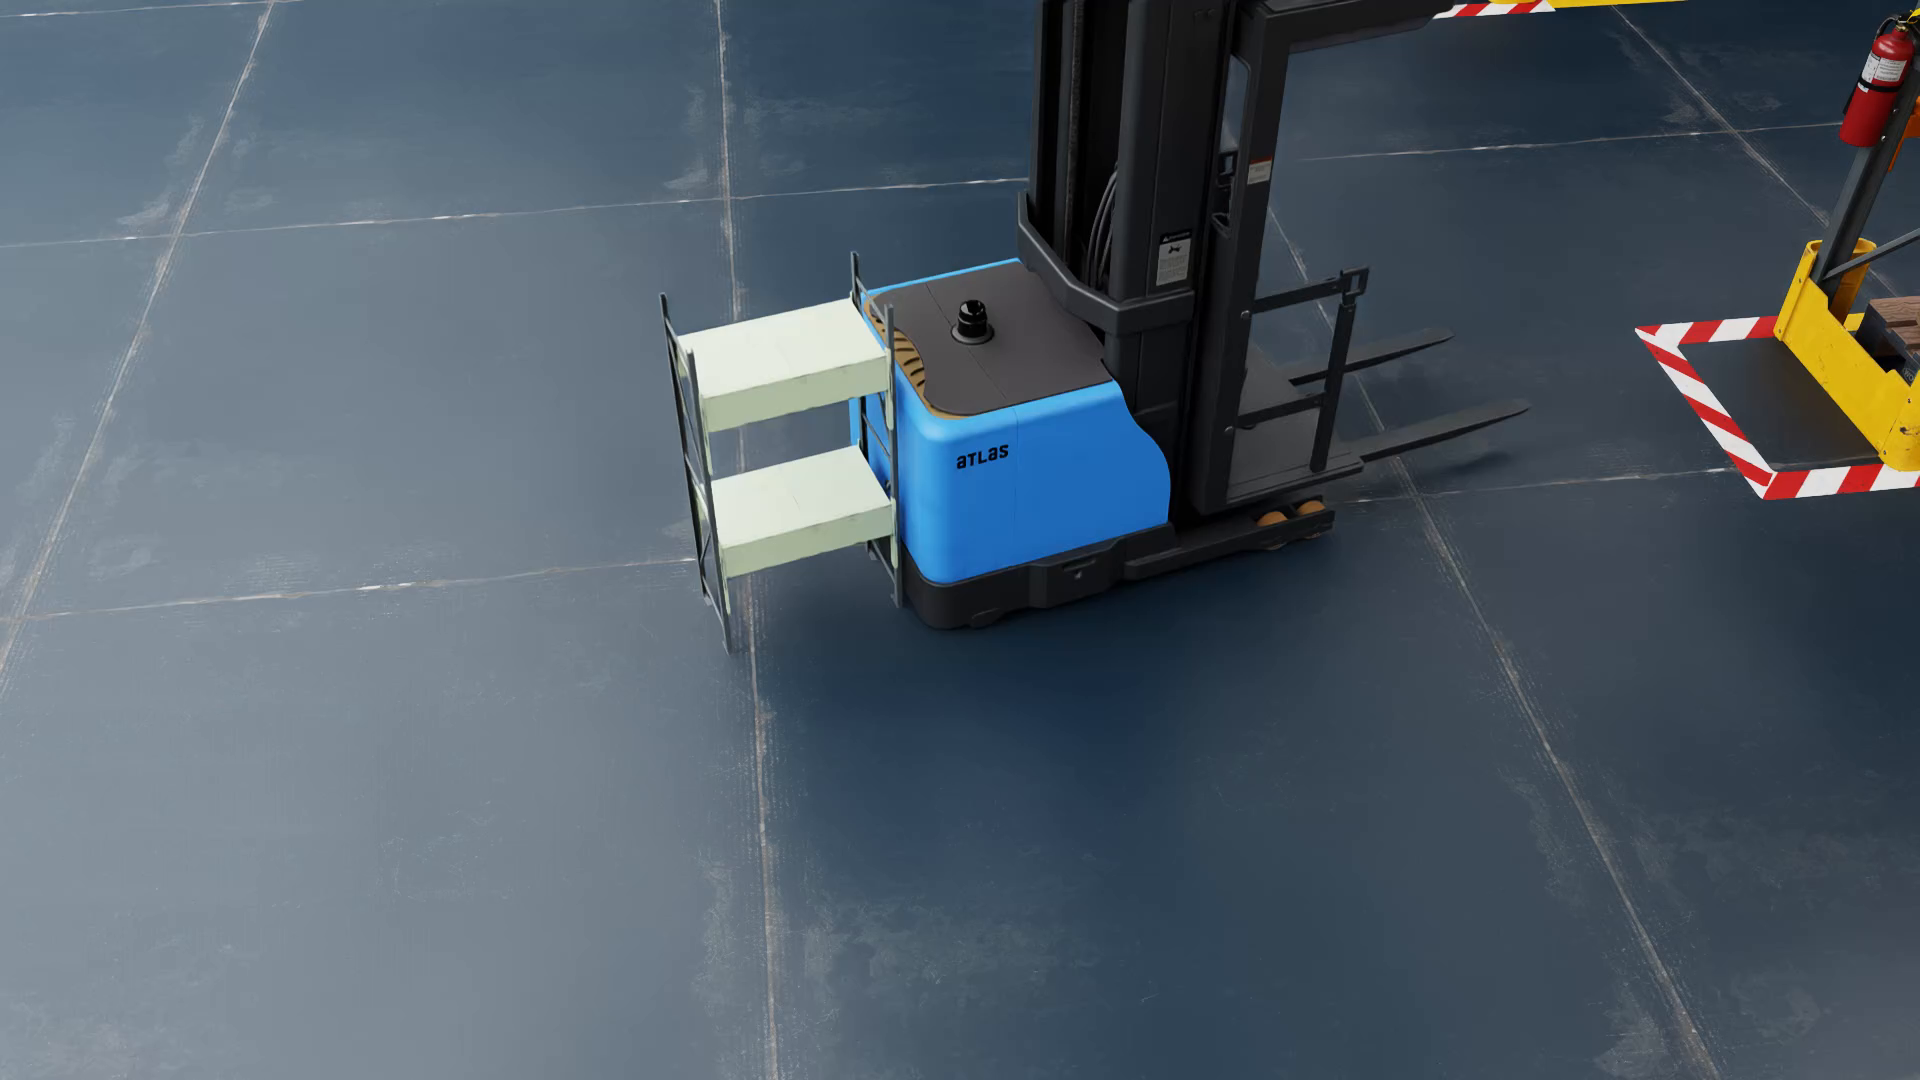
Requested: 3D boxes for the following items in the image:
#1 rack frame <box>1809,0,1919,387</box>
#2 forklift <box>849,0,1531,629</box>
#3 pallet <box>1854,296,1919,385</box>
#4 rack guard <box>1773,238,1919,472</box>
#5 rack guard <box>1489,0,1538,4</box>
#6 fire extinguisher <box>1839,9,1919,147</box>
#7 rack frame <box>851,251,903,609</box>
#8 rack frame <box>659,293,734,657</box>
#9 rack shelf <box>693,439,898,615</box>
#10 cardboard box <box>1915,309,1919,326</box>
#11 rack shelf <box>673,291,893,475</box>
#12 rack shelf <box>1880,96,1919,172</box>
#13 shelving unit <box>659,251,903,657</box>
[{"bbox_3d":[4.279,-1.817,7.025,0.127,3.000,1.000,-5,42,-6],"label":"rack frame"},{"bbox_3d":[1.083,-1.359,6.569,3.031,2.935,1.130,-15,44,-16],"label":"forklift"},{"bbox_3d":[5.164,-0.836,8.019,1.213,0.211,1.003,-5,42,-6],"label":"pallet"},{"bbox_3d":[4.354,-0.896,7.870,0.348,0.500,1.175,-5,42,-6],"label":"rack guard"},{"bbox_3d":[3.706,-4.216,11.551,0.348,0.500,1.175,-5,42,-6],"label":"rack guard"},{"bbox_3d":[4.106,-2.085,7.380,0.183,0.674,0.296,-5,42,-6],"label":"fire extinguisher"},{"bbox_3d":[-0.323,-0.395,6.568,0.023,1.500,0.400,-15,44,-16],"label":"rack frame"},{"bbox_3d":[-1.001,-0.210,6.363,0.023,1.500,0.400,-15,44,-16],"label":"rack frame"},{"bbox_3d":[-0.662,-0.060,6.684,0.720,0.370,0.431,-15,44,-16],"label":"rack shelf"},{"bbox_3d":[4.900,-1.088,7.770,0.500,0.500,0.500,2,42,2],"label":"cardboard box"},{"bbox_3d":[-0.662,-0.592,6.204,0.720,0.370,0.431,-15,44,-16],"label":"rack shelf"},{"bbox_3d":[6.262,-1.724,7.459,4.000,0.370,1.077,-5,42,-6],"label":"rack shelf"},{"bbox_3d":[-0.662,-0.302,6.465,0.755,1.500,0.431,-15,44,-16],"label":"shelving unit"}]
